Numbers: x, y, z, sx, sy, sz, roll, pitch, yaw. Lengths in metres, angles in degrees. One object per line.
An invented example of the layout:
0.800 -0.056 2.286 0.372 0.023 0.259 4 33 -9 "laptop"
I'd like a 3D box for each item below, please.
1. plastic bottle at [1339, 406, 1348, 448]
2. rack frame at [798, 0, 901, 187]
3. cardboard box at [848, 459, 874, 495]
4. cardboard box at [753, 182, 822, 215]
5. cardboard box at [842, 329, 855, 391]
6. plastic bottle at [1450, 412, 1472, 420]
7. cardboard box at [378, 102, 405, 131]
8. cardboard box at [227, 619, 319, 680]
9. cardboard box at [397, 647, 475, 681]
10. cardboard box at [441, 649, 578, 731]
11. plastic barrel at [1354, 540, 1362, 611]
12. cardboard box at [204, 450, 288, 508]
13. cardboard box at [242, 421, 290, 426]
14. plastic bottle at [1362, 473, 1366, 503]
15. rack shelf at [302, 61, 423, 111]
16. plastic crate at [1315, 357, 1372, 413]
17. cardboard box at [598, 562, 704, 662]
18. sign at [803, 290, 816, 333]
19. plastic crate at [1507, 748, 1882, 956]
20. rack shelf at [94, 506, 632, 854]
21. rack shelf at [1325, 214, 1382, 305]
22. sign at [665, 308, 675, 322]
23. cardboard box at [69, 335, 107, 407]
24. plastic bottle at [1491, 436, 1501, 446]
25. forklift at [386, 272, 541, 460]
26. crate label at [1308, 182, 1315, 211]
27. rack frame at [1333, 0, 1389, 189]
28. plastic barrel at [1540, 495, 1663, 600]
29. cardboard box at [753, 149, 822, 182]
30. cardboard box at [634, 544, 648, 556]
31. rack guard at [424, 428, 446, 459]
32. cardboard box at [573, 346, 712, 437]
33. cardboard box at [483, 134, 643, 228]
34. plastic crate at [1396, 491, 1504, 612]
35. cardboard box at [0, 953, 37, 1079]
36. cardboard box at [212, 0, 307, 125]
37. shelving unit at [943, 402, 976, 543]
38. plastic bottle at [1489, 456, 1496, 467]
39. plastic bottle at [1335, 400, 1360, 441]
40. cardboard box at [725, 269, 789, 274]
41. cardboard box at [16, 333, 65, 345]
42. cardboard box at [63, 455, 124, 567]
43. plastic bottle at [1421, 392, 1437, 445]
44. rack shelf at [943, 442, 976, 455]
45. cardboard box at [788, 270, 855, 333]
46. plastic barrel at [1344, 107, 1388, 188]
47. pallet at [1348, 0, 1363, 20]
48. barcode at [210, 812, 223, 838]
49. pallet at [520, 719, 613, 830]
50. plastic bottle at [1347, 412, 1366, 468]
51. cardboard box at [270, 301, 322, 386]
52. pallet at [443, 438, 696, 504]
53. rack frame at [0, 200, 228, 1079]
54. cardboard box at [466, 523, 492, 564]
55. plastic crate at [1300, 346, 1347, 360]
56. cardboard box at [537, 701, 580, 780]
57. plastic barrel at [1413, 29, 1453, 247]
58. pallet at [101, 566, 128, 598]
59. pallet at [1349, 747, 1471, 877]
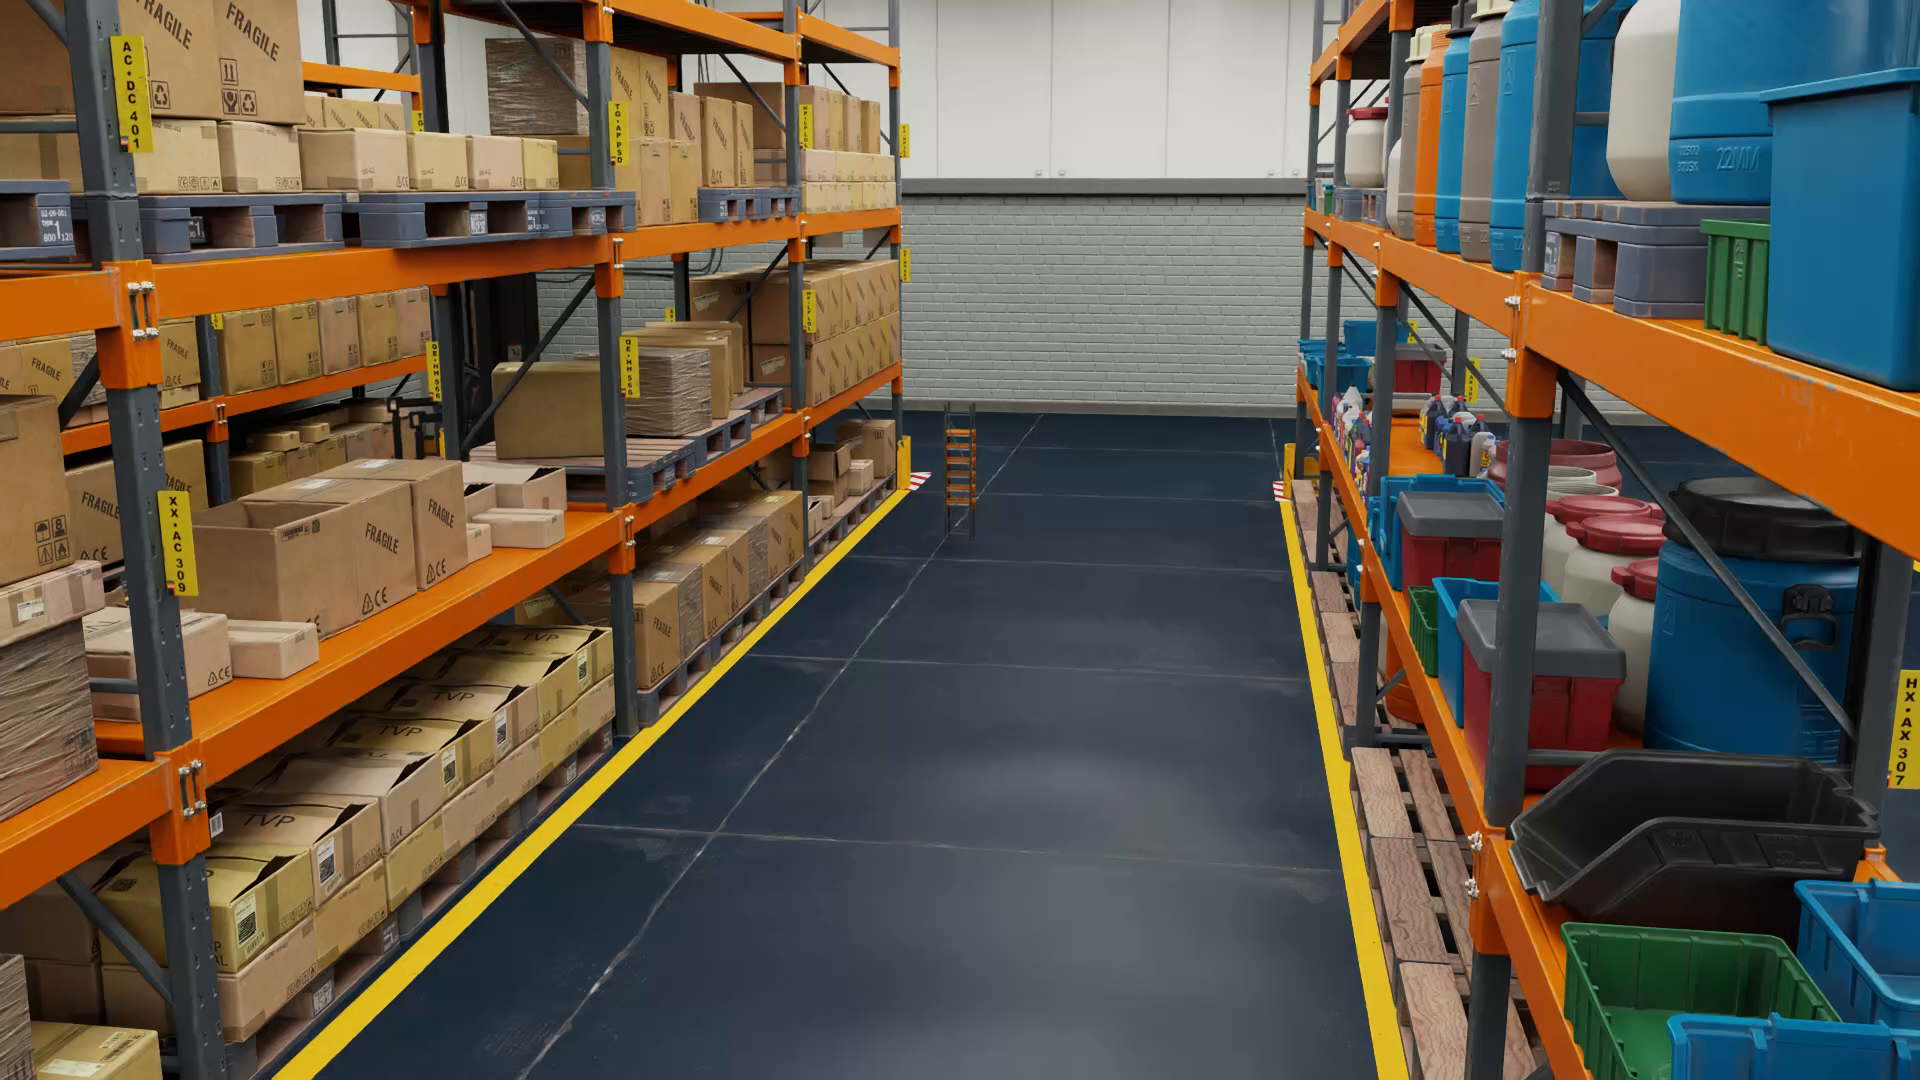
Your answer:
2.572 -0.744 11.104 0.061 0.283 0.133 2 12 9 "plastic bottle"
-1.092 -4.975 16.220 1.000 3.000 0.127 2 12 9 "rack frame"
-1.108 -0.596 15.620 0.500 0.250 0.500 2 12 9 "cardboard box"
-1.388 -2.696 13.120 0.500 0.250 0.500 2 12 9 "cardboard box"
-1.205 -1.567 14.407 0.500 0.500 0.500 2 12 8 "cardboard box"
3.312 -0.715 10.983 0.152 0.276 0.135 2 12 9 "plastic bottle"
-5.830 -4.055 16.411 0.500 0.500 0.500 2 12 8 "cardboard box"
-2.599 0.400 6.112 0.380 0.149 0.250 2 12 9 "cardboard box"
-2.765 0.696 8.340 0.500 0.311 0.500 2 12 7 "cardboard box"
-2.233 0.713 8.265 0.500 0.311 0.500 2 12 8 "cardboard box"
2.977 0.032 11.210 0.600 0.901 0.708 2 12 9 "plastic barrel"
-6.386 -0.505 14.655 0.700 0.500 0.500 2 12 9 "cardboard box"
-6.446 -1.016 15.484 0.380 0.149 0.250 2 12 9 "cardboard box"
2.299 -0.309 9.277 0.097 0.201 0.097 0 12 0 "plastic bottle"
-6.295 -4.172 15.147 1.077 0.370 4.000 2 12 9 "rack shelf"
2.922 -1.178 12.737 0.392 0.384 0.575 2 12 9 "plastic crate"
-1.895 0.435 10.245 0.500 0.500 0.500 1 12 7 "cardboard box"
-1.158 -1.759 12.786 0.100 0.325 0.005 2 12 9 "sign"
1.750 0.752 4.032 0.767 0.338 0.504 2 12 9 "plastic crate"
-2.630 0.391 7.268 1.077 0.370 4.000 2 12 9 "rack shelf"
2.879 -1.747 10.068 1.077 0.370 4.000 2 12 9 "rack shelf"
-2.244 -1.649 12.971 0.100 0.325 0.005 2 12 9 "sign"
-6.579 -1.259 12.223 0.500 0.500 0.500 2 12 9 "cardboard box"
3.180 -0.478 9.867 0.061 0.283 0.133 2 12 9 "plastic bottle"
-4.092 -1.193 13.071 3.031 2.935 1.130 -6 14 -27 "forklift"
3.341 -3.093 14.960 0.408 0.251 0.502 2 12 9 "crate label"
3.187 -3.981 11.608 1.000 3.000 0.127 2 12 9 "rack frame"
2.500 0.115 6.516 0.433 0.535 0.433 0 12 0 "plastic barrel"
-1.387 -2.941 13.067 0.500 0.250 0.500 2 12 9 "cardboard box"
-2.330 0.320 10.780 0.500 0.500 0.500 1 12 7 "cardboard box"
-5.983 -0.985 17.879 1.175 0.500 0.348 2 12 9 "rack guard"
-2.007 -0.950 10.549 0.700 0.500 0.500 4 13 19 "cardboard box"
-2.288 -1.984 9.224 0.910 0.500 0.500 2 12 9 "cardboard box"
2.021 0.079 6.854 0.402 0.464 0.583 2 12 9 "plastic crate"
-2.881 1.435 4.465 0.500 0.500 0.500 2 12 9 "cardboard box"
-2.739 -1.756 5.981 0.500 0.500 0.500 3 13 14 "cardboard box"
-0.002 -0.584 14.353 0.258 1.200 0.189 2 12 9 "shelving unit"
3.014 -0.354 9.323 0.097 0.271 0.097 0 12 0 "plastic bottle"
2.683 -0.828 11.510 0.152 0.276 0.135 2 12 9 "plastic bottle"
-1.731 -2.073 14.382 0.500 0.500 0.500 2 12 9 "cardboard box"
-6.666 -1.516 11.639 0.500 0.250 0.500 2 12 7 "cardboard box"
-6.708 -0.200 12.405 0.750 0.750 0.750 2 12 10 "cardboard box"
3.226 -0.827 11.330 0.144 0.351 0.185 2 12 9 "plastic bottle"
-0.002 -0.775 14.312 0.258 0.103 0.180 2 12 9 "rack shelf"
-1.198 -2.051 14.280 0.500 0.500 0.500 2 12 7 "cardboard box"
2.858 -2.685 11.394 0.433 0.535 0.433 0 12 0 "plastic barrel"
3.090 -3.520 10.866 1.003 0.211 1.213 2 12 9 "pallet"
-2.487 0.953 5.560 0.001 0.075 0.075 2 12 9 "barcode"
-2.487 1.156 8.629 1.003 0.211 1.213 2 12 9 "pallet"
2.503 -0.626 10.395 0.144 0.351 0.185 2 12 9 "plastic bottle"
-6.385 -1.781 14.923 0.980 0.700 0.700 2 12 7 "cardboard box"
-2.287 -0.427 9.810 1.213 0.211 1.003 2 12 9 "pallet"
-2.937 0.455 5.261 1.000 3.000 0.127 2 12 9 "rack frame"
-2.463 0.013 7.910 0.380 0.149 0.250 3 12 13 "cardboard box"
3.338 -1.651 15.290 0.416 0.233 0.300 2 12 9 "plastic crate"
-2.238 0.986 8.326 0.500 0.250 0.500 2 12 8 "cardboard box"
2.130 -1.592 6.622 0.600 0.830 0.708 2 12 9 "plastic barrel"
-6.832 0.411 12.084 1.003 0.211 1.213 2 12 9 "pallet"
2.414 1.307 7.927 1.003 0.211 1.213 2 12 9 "pallet"
